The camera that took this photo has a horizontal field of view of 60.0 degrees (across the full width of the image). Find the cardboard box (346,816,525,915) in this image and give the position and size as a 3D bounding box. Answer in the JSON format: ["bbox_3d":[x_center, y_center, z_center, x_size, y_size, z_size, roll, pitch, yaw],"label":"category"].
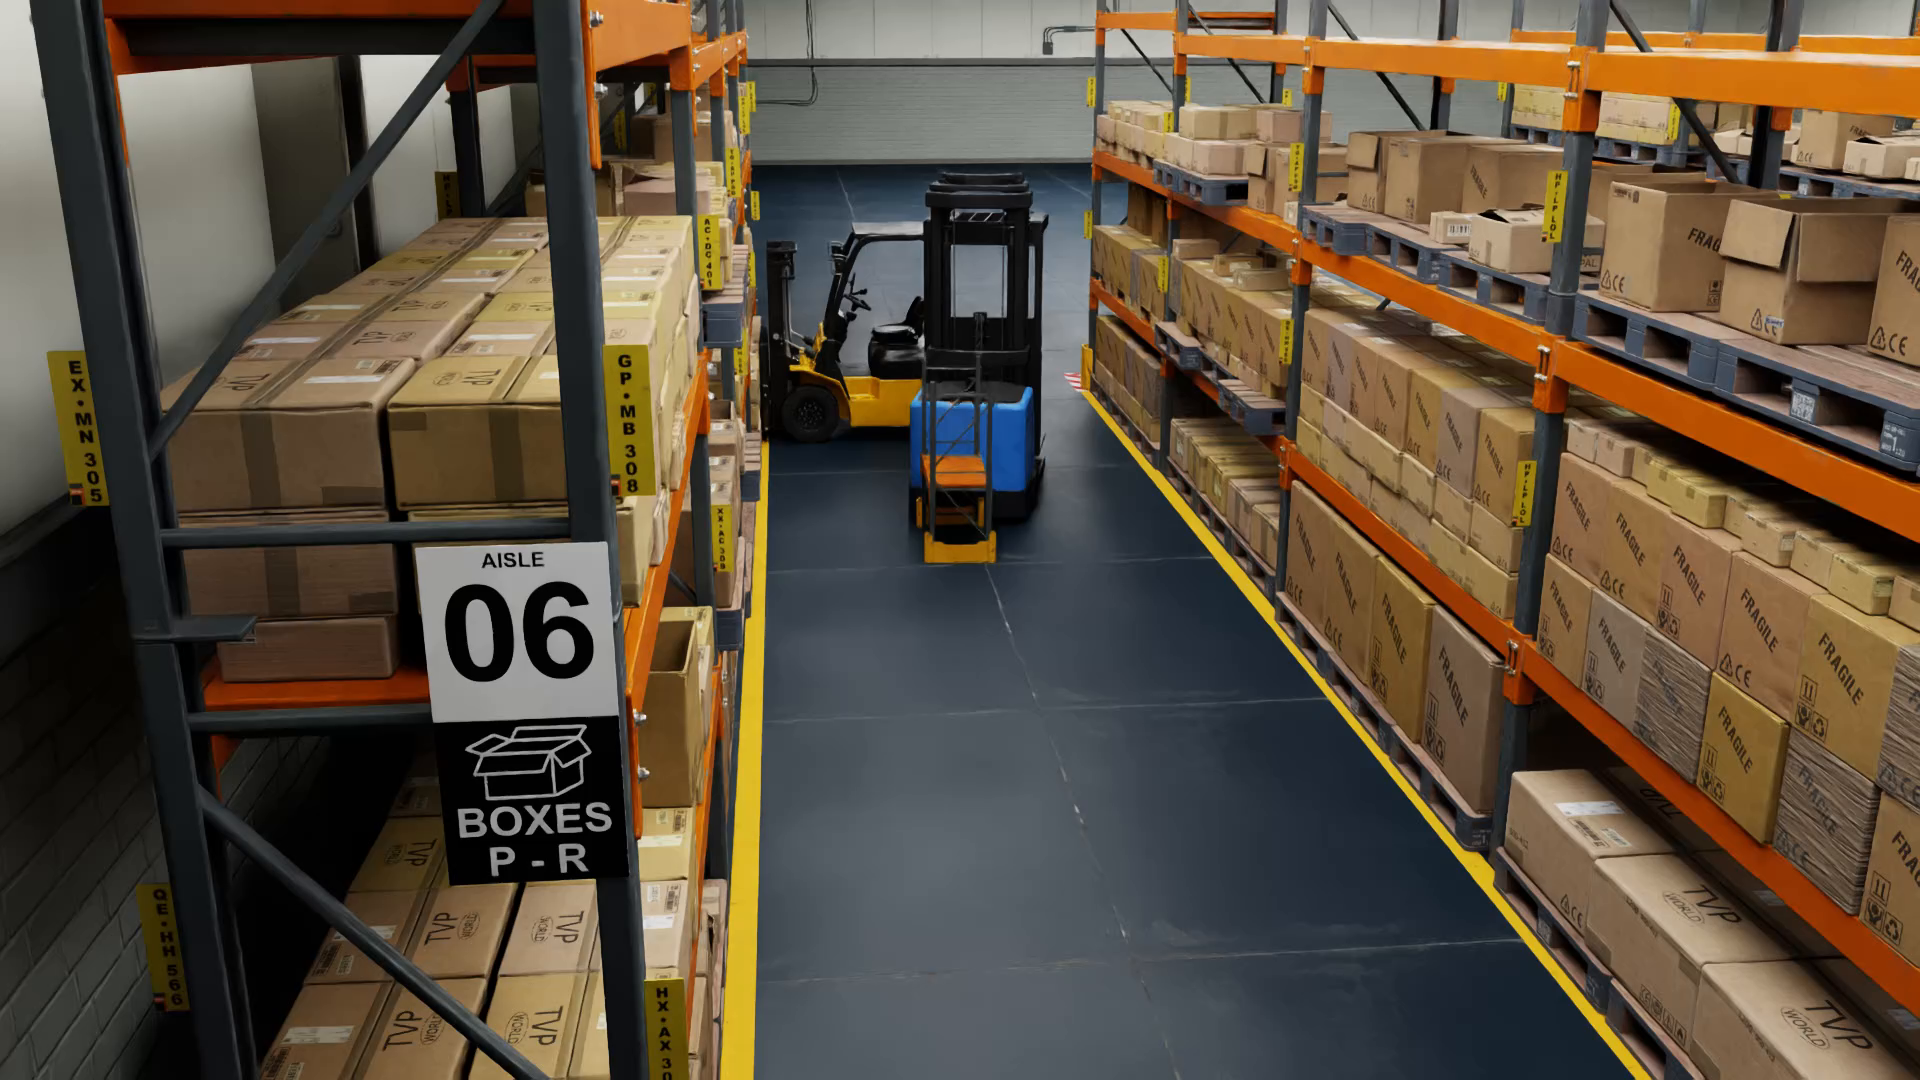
[{"bbox_3d":[-1.647,1.115,5.372,0.500,0.250,0.500,-1,17,-4],"label":"cardboard box"}]

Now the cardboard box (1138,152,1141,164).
[{"bbox_3d":[2.061,-3.974,17.238,0.380,0.149,0.250,-2,18,-6],"label":"cardboard box"}]

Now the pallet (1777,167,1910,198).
[{"bbox_3d":[7.550,-2.970,13.936,1.003,0.211,1.213,-1,17,-3],"label":"pallet"}]

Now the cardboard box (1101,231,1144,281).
[{"bbox_3d":[1.879,-3.192,18.672,0.500,0.500,0.500,-1,17,-4],"label":"cardboard box"}]

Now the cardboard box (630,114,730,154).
[{"bbox_3d":[-2.046,-2.865,12.254,0.700,0.500,0.500,-2,18,-7],"label":"cardboard box"}]

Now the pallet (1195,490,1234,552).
[{"bbox_3d":[2.672,-0.188,14.422,1.003,0.211,1.213,-2,18,-6],"label":"pallet"}]

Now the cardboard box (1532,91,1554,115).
[{"bbox_3d":[6.810,-4.936,18.768,0.500,0.250,0.500,-2,18,-6],"label":"cardboard box"}]

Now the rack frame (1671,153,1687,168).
[{"bbox_3d":[7.375,-2.297,16.486,1.000,3.000,0.127,-2,18,-6],"label":"rack frame"}]

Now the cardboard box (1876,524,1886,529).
[{"bbox_3d":[3.744,-0.027,6.337,0.380,0.149,0.250,-2,18,-6],"label":"cardboard box"}]

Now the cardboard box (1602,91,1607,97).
[{"bbox_3d":[6.891,-4.712,17.391,0.380,0.149,0.250,-2,18,-6],"label":"cardboard box"}]

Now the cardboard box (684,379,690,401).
[{"bbox_3d":[-1.278,-0.636,6.607,0.380,0.149,0.250,-1,17,-4],"label":"cardboard box"}]

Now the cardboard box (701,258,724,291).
[{"bbox_3d":[-1.285,-1.237,7.653,0.380,0.149,0.250,-2,17,-5],"label":"cardboard box"}]

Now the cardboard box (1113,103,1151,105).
[{"bbox_3d":[1.889,-4.734,18.330,0.380,0.149,0.250,-2,18,-6],"label":"cardboard box"}]

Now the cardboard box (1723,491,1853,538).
[{"bbox_3d":[3.243,-0.084,6.517,0.380,0.149,0.250,-2,18,-6],"label":"cardboard box"}]

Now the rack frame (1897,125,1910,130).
[{"bbox_3d":[11.906,-3.612,20.675,1.000,3.000,0.127,-2,18,-6],"label":"rack frame"}]

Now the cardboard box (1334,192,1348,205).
[{"bbox_3d":[2.984,-2.465,12.236,0.396,0.266,0.258,-2,18,-6],"label":"cardboard box"}]

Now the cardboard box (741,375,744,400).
[{"bbox_3d":[-2.024,-1.294,13.541,0.500,0.250,0.500,-1,17,-4],"label":"cardboard box"}]

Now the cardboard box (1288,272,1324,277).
[{"bbox_3d":[2.837,-2.072,14.404,0.500,0.500,0.500,-1,17,-4],"label":"cardboard box"}]

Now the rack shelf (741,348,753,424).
[{"bbox_3d":[-2.269,-1.021,13.621,1.077,0.370,4.000,-2,18,-6],"label":"rack shelf"}]

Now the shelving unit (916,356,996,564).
[{"bbox_3d":[-0.036,-0.688,13.853,0.587,1.500,1.083,-1,17,-5],"label":"shelving unit"}]

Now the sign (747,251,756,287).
[{"bbox_3d":[-1.936,-2.494,15.312,0.100,0.325,0.005,-2,18,-6],"label":"sign"}]

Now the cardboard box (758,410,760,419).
[{"bbox_3d":[-2.264,-1.153,16.732,0.500,0.250,0.500,-2,18,-7],"label":"cardboard box"}]

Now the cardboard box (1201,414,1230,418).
[{"bbox_3d":[2.669,-1.187,16.839,0.500,0.250,0.500,-3,18,-8],"label":"cardboard box"}]

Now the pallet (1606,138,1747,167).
[{"bbox_3d":[7.301,-3.930,16.828,1.003,0.211,1.213,-2,18,-6],"label":"pallet"}]

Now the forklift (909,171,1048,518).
[{"bbox_3d":[0.242,-1.991,15.625,1.130,2.935,3.031,2,18,7],"label":"forklift"}]

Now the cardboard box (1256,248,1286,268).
[{"bbox_3d":[2.818,-2.478,14.615,0.380,0.149,0.250,-2,18,-7],"label":"cardboard box"}]

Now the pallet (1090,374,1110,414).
[{"bbox_3d":[2.106,-1.710,19.271,1.003,0.211,1.213,-2,18,-6],"label":"pallet"}]

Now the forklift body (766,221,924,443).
[{"bbox_3d":[-0.878,-2.238,17.715,2.313,2.155,1.214,-2,18,-6],"label":"forklift body"}]

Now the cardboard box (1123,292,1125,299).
[{"bbox_3d":[1.993,-2.692,18.164,0.380,0.149,0.250,-1,17,-4],"label":"cardboard box"}]

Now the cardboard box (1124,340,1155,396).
[{"bbox_3d":[2.026,-1.832,17.642,0.500,0.500,0.500,-1,17,-3],"label":"cardboard box"}]

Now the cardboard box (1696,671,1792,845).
[{"bbox_3d":[3.220,0.821,6.386,0.500,0.500,0.500,-1,17,-4],"label":"cardboard box"}]

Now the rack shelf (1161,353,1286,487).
[{"bbox_3d":[2.668,-1.175,14.113,1.077,0.370,4.000,-2,18,-6],"label":"rack shelf"}]

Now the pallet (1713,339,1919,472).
[{"bbox_3d":[3.483,-0.513,5.943,1.003,0.211,1.213,-2,18,-6],"label":"pallet"}]

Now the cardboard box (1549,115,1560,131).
[{"bbox_3d":[6.783,-4.635,18.478,0.380,0.149,0.250,-2,18,-5],"label":"cardboard box"}]

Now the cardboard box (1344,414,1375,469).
[{"bbox_3d":[2.772,-0.628,10.585,0.500,0.250,0.500,-2,18,-6],"label":"cardboard box"}]

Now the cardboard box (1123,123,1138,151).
[{"bbox_3d":[1.989,-4.193,17.270,0.500,0.250,0.500,-1,17,-4],"label":"cardboard box"}]

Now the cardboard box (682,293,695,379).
[{"bbox_3d":[-1.287,-0.787,6.423,0.500,0.250,0.500,-2,18,-8],"label":"cardboard box"}]

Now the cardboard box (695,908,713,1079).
[{"bbox_3d":[-1.363,1.857,6.725,0.700,0.500,0.500,-2,18,-8],"label":"cardboard box"}]

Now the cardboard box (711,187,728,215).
[{"bbox_3d":[-1.462,-1.837,9.068,0.380,0.149,0.250,-2,18,-5],"label":"cardboard box"}]

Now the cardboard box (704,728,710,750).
[{"bbox_3d":[-1.267,0.784,7.090,0.380,0.149,0.250,-1,17,-4],"label":"cardboard box"}]

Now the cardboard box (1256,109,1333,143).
[{"bbox_3d":[2.775,-3.441,13.835,0.500,0.250,0.500,-1,17,-5],"label":"cardboard box"}]

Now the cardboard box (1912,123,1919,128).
[{"bbox_3d":[11.699,-4.820,19.765,0.500,0.250,0.500,-1,17,-4],"label":"cardboard box"}]

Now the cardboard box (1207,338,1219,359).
[{"bbox_3d":[2.311,-1.631,14.083,0.380,0.149,0.250,-1,17,-4],"label":"cardboard box"}]

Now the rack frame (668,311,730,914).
[{"bbox_3d":[-1.650,0.424,7.819,1.000,3.000,0.127,-2,18,-6],"label":"rack frame"}]

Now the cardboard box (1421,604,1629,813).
[{"bbox_3d":[3.143,0.900,9.147,0.875,0.875,0.875,-1,17,-4],"label":"cardboard box"}]

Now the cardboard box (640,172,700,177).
[{"bbox_3d":[-1.749,-2.130,10.034,0.380,0.149,0.250,-2,18,-6],"label":"cardboard box"}]

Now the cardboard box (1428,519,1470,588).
[{"bbox_3d":[2.938,0.063,9.218,0.500,0.250,0.500,-2,18,-6],"label":"cardboard box"}]

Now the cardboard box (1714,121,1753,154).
[{"bbox_3d":[7.189,-3.725,15.382,0.258,0.266,0.396,-2,18,-7],"label":"cardboard box"}]

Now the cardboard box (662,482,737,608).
[{"bbox_3d":[-1.477,0.025,8.223,0.700,0.500,0.500,-1,17,-4],"label":"cardboard box"}]

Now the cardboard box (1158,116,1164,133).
[{"bbox_3d":[2.109,-3.969,15.891,0.380,0.149,0.250,-2,18,-7],"label":"cardboard box"}]

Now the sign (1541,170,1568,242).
[{"bbox_3d":[2.748,-1.539,7.675,0.100,0.325,0.005,-2,18,-6],"label":"sign"}]

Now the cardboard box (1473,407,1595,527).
[{"bbox_3d":[2.991,-0.381,8.546,0.500,0.500,0.500,-1,17,-4],"label":"cardboard box"}]

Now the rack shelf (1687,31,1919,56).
[{"bbox_3d":[7.581,-4.030,13.858,1.077,0.370,4.000,-2,18,-6],"label":"rack shelf"}]

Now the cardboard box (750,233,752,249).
[{"bbox_3d":[-2.517,-3.339,18.554,0.380,0.149,0.250,-1,17,-5],"label":"cardboard box"}]

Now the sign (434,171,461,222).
[{"bbox_3d":[-2.202,-1.424,7.176,0.100,0.325,0.005,-2,18,-6],"label":"sign"}]

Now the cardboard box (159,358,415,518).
[{"bbox_3d":[-1.561,-0.248,3.872,0.500,0.250,0.500,-2,18,-7],"label":"cardboard box"}]

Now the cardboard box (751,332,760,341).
[{"bbox_3d":[-2.410,-2.087,18.038,0.500,0.250,0.500,-2,17,-5],"label":"cardboard box"}]
